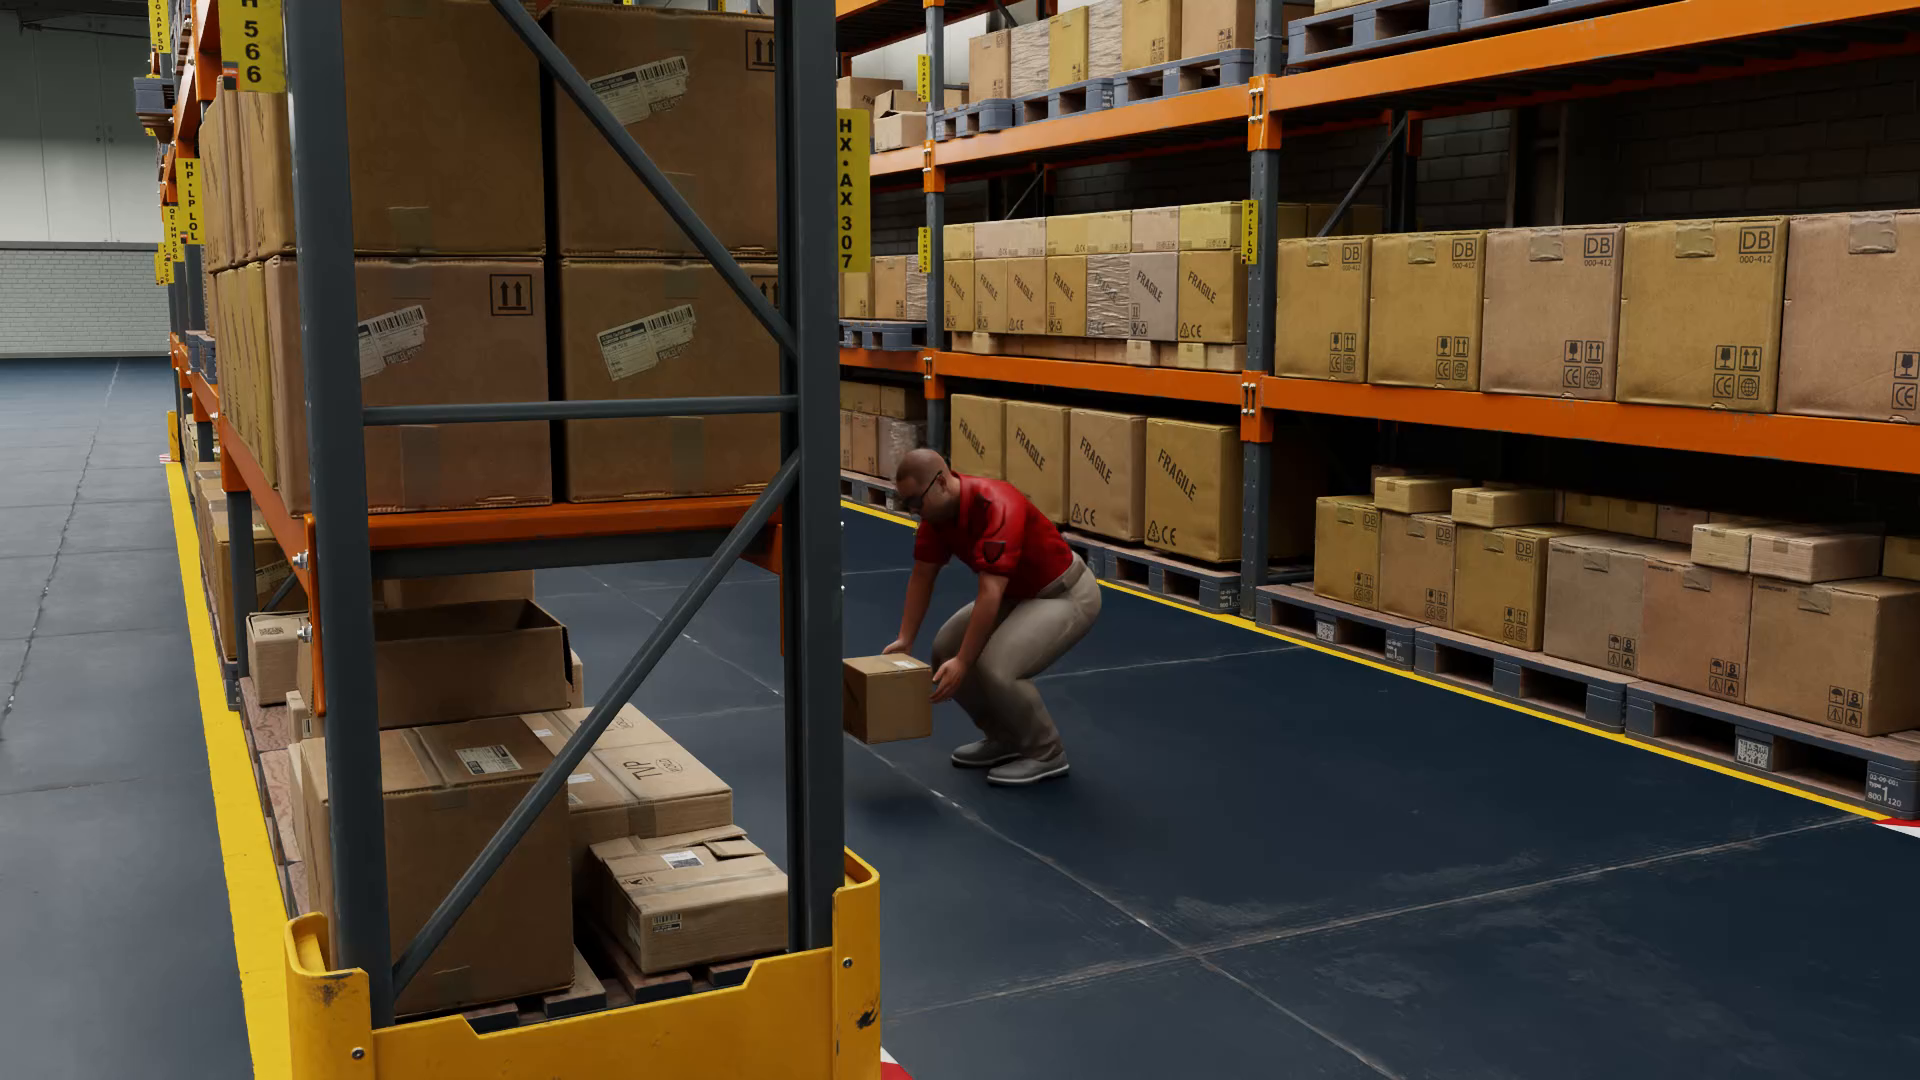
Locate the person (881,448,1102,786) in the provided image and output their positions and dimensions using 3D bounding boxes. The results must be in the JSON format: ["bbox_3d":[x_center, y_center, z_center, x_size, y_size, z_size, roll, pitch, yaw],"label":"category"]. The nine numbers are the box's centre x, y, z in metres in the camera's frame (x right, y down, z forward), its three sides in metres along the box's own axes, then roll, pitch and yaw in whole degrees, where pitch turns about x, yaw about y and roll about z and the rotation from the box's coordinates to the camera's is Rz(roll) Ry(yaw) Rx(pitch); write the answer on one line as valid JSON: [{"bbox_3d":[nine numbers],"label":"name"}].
[{"bbox_3d":[0.133,0.264,5.945,0.798,1.198,0.581,-4,9,-26],"label":"person"}]
